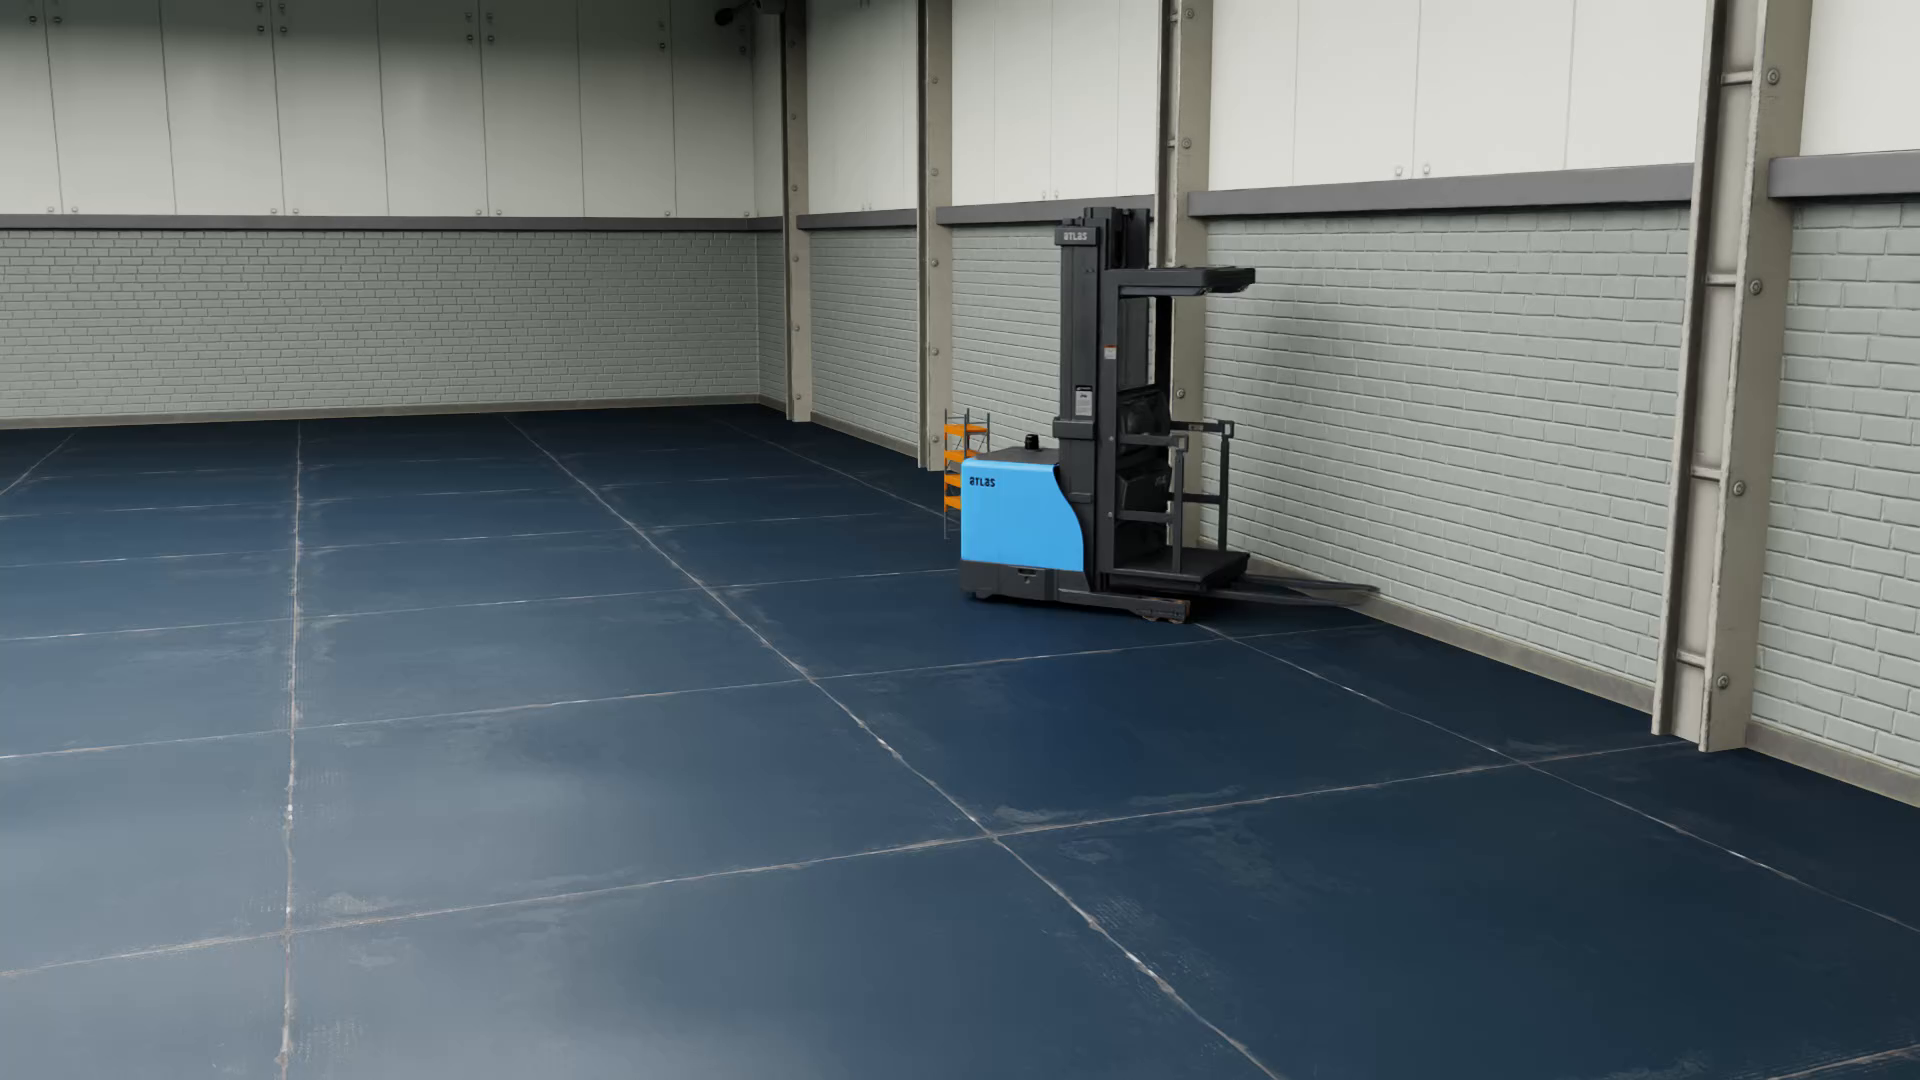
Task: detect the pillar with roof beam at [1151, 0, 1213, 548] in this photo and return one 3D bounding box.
[{"bbox_3d":[-2.137,-4.044,12.291,9.100,9.000,0.400,-4,11,-21],"label":"pillar with roof beam"}]

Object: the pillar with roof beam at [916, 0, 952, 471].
[{"bbox_3d":[-4.311,-5.024,17.797,9.100,9.000,0.400,-4,11,-21],"label":"pillar with roof beam"}]

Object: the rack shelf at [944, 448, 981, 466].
[{"bbox_3d":[0.060,-0.718,14.966,0.258,0.148,0.480,-4,11,-21],"label":"rack shelf"}]

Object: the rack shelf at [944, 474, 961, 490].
[{"bbox_3d":[0.060,-0.497,15.005,0.258,0.148,0.480,-4,11,-21],"label":"rack shelf"}]

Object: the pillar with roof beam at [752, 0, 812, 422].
[{"bbox_3d":[-6.486,-6.003,23.303,9.100,9.000,0.548,-4,11,-21],"label":"pillar with roof beam"}]

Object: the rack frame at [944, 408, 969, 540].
[{"bbox_3d":[-0.028,-0.604,15.217,0.240,1.200,0.015,-4,11,-21],"label":"rack frame"}]

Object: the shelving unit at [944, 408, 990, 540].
[{"bbox_3d":[0.060,-0.564,14.993,0.258,1.200,0.503,-4,11,-21],"label":"shelving unit"}]

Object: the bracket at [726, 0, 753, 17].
[{"bbox_3d":[-3.599,-8.384,26.410,0.076,0.066,3.189,-4,11,-21],"label":"bracket"}]

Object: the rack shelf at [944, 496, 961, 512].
[{"bbox_3d":[0.060,-0.302,15.040,0.258,0.148,0.480,-4,11,-21],"label":"rack shelf"}]

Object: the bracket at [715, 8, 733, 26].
[{"bbox_3d":[-3.813,-8.480,26.952,0.235,0.232,0.430,-4,11,-21],"label":"bracket"}]

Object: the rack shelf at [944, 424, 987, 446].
[{"bbox_3d":[0.060,-0.951,14.924,0.258,0.148,0.480,-4,11,-21],"label":"rack shelf"}]

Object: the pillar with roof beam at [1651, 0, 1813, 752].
[{"bbox_3d":[0.037,-3.065,6.785,9.100,9.000,0.400,-4,11,-21],"label":"pillar with roof beam"}]

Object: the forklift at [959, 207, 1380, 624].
[{"bbox_3d":[1.541,-0.949,12.215,3.031,2.935,1.130,5,11,27],"label":"forklift"}]

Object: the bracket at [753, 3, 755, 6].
[{"bbox_3d":[-2.954,-8.094,24.777,0.235,0.232,0.430,-4,11,-21],"label":"bracket"}]

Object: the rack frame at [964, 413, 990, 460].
[{"bbox_3d":[0.148,-0.524,14.769,0.240,1.200,0.015,-4,11,-21],"label":"rack frame"}]
